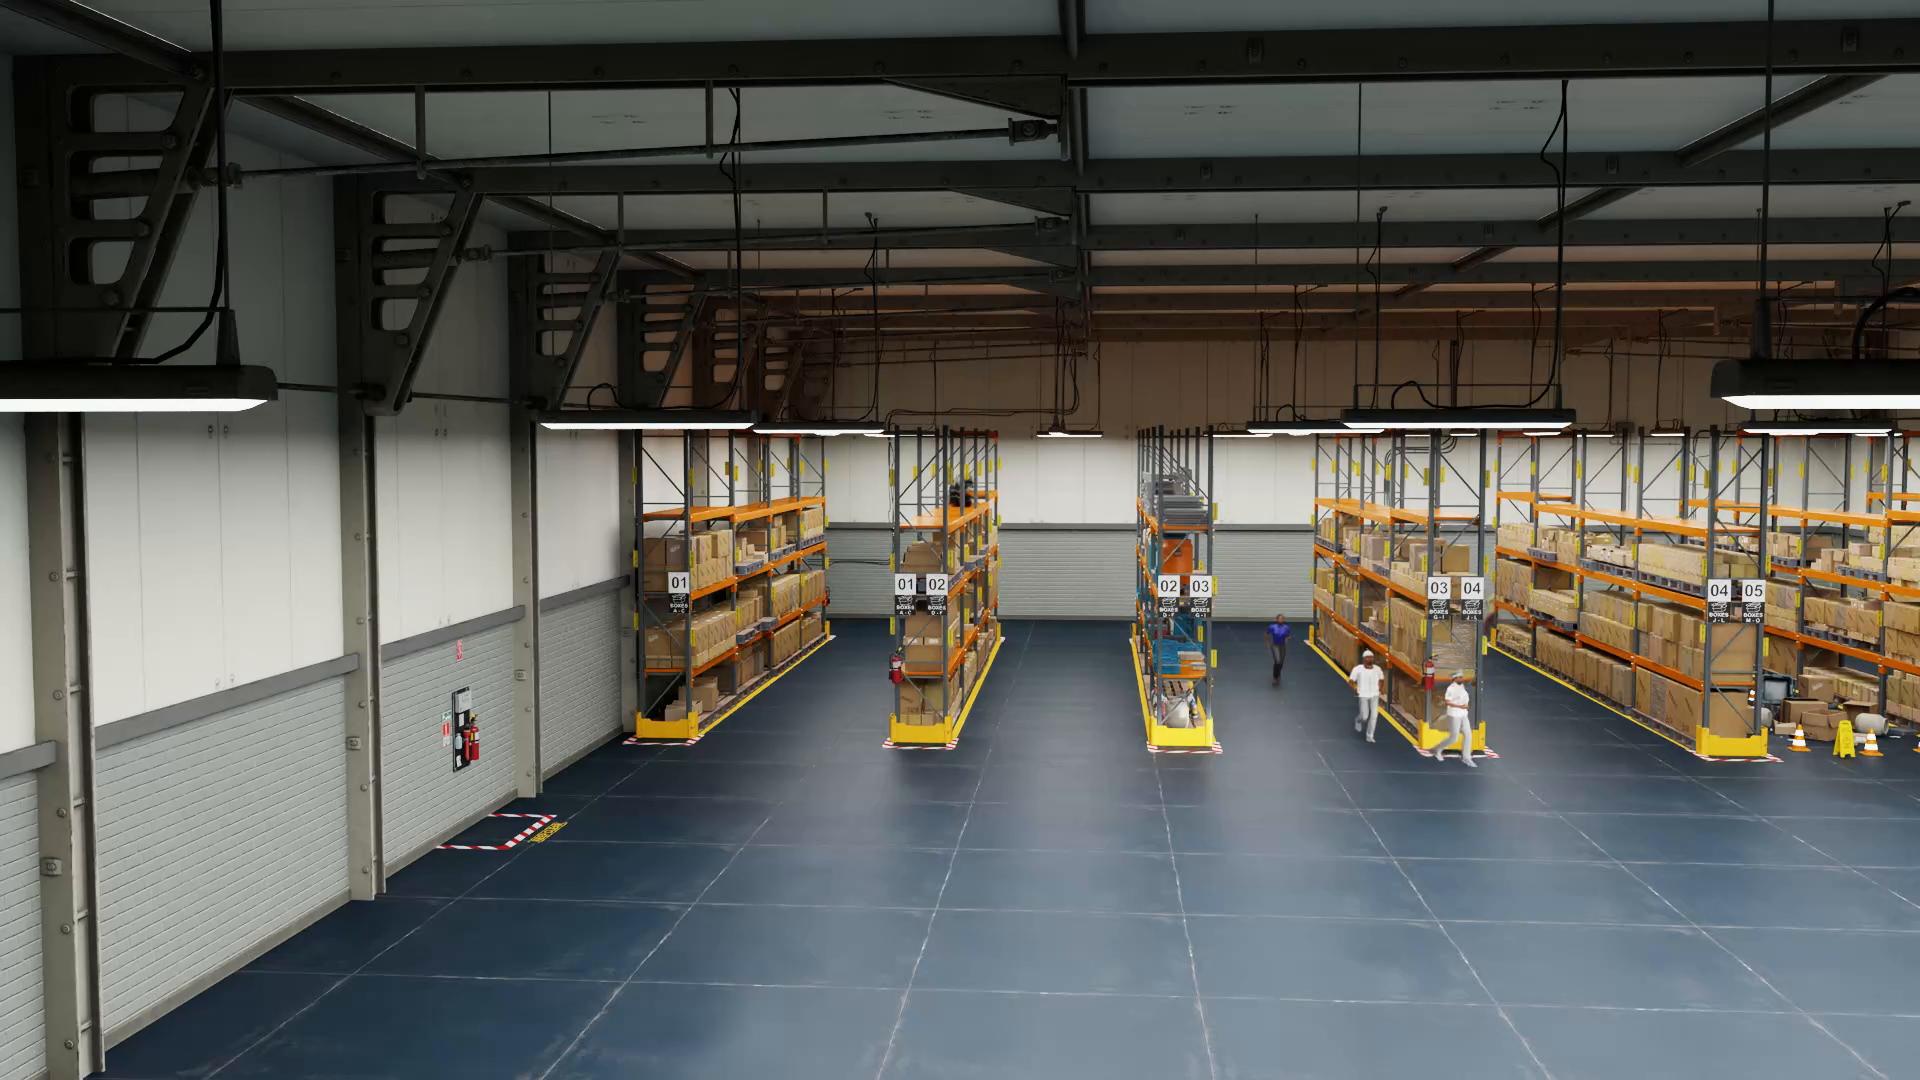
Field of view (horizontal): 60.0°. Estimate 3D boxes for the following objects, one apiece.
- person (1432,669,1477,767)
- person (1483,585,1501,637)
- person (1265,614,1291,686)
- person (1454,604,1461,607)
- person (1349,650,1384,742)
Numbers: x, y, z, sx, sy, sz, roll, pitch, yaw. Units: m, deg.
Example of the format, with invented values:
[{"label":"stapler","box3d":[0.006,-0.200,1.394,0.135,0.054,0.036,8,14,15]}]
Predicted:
[{"label":"person","box3d":[8.721,3.118,29.304,0.807,1.728,0.601,3,5,43]},{"label":"person","box3d":[15.208,2.060,47.594,0.844,1.604,0.662,1,4,12]},{"label":"person","box3d":[7.452,2.570,38.858,0.536,1.690,0.788,0,3,-8]},{"label":"person","box3d":[13.501,2.224,45.689,0.557,1.511,0.487,1,4,20]},{"label":"person","box3d":[7.764,2.959,31.628,0.695,1.716,0.737,0,3,-1]}]
